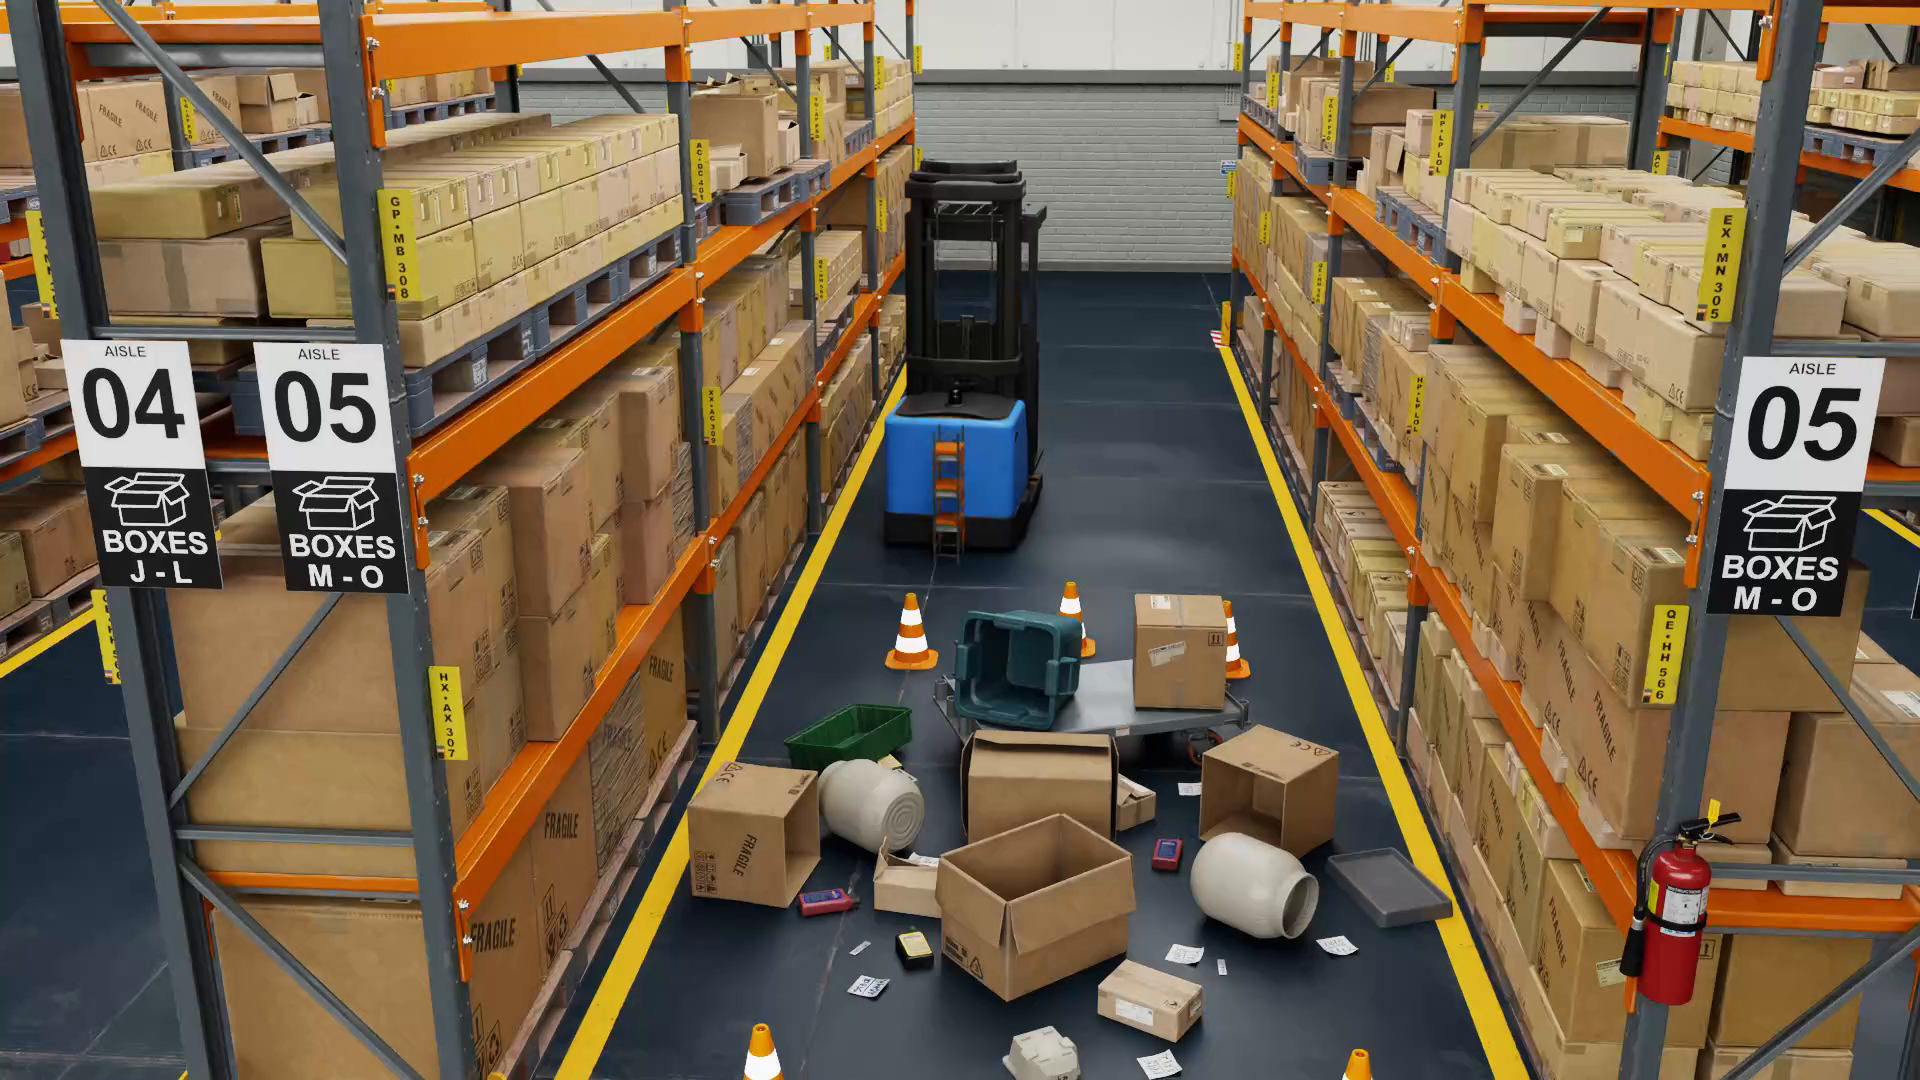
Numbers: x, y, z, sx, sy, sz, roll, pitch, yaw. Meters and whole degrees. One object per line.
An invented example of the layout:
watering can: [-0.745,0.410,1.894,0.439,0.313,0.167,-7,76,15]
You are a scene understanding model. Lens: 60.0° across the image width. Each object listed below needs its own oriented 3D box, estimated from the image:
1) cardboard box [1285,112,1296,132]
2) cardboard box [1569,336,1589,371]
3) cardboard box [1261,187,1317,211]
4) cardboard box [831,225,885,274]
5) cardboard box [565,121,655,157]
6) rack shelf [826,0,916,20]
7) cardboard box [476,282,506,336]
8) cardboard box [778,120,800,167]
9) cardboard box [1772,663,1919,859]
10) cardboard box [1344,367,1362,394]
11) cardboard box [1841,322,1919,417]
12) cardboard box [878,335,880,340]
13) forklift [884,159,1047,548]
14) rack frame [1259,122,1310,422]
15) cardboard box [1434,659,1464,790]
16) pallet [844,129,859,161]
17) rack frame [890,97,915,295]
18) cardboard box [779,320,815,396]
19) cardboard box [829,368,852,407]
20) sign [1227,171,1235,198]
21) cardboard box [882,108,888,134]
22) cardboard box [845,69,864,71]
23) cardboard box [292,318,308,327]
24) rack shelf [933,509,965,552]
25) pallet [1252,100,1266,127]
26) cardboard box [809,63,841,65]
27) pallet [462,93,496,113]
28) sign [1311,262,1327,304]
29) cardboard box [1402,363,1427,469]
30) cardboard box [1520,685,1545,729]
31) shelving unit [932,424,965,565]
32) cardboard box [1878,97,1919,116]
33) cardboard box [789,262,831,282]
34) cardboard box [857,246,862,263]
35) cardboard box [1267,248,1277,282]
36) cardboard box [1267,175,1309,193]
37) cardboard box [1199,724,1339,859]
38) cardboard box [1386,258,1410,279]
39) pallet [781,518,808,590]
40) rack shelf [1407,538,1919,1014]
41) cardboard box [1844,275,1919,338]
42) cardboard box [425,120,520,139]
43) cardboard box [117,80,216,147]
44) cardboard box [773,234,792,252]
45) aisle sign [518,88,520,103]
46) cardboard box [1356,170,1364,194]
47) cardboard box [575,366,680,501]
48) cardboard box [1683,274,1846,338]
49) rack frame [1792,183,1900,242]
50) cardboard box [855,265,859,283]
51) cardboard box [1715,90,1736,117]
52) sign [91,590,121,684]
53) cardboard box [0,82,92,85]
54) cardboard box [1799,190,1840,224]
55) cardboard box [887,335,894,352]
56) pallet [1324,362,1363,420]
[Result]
cardboard box: [3.158,-3.781,15.027,0.380,0.166,0.250,0,18,0]
cardboard box: [2.604,-0.745,6.466,0.380,0.149,0.250,1,18,2]
cardboard box: [3.357,-3.327,16.993,0.500,0.500,0.500,1,18,3]
cardboard box: [-1.060,-3.068,17.330,0.500,0.500,0.500,1,18,3]
cardboard box: [-1.665,-1.901,7.878,0.380,0.149,0.250,1,18,4]
rack shelf: [-1.203,-5.859,18.014,1.077,0.370,4.000,1,18,4]
cardboard box: [-1.826,-0.813,5.839,0.380,0.149,0.250,1,18,4]
cardboard box: [-1.409,-2.787,11.603,0.500,0.311,0.500,1,18,4]
cardboard box: [3.048,0.745,5.693,0.500,0.500,0.500,1,18,3]
cardboard box: [2.943,-1.137,11.804,0.380,0.149,0.250,1,18,4]
cardboard box: [3.040,-0.571,5.293,0.500,0.250,0.500,1,18,3]
cardboard box: [-1.067,-2.125,18.038,0.380,0.149,0.250,1,18,3]
forklift: [0.131,-1.750,14.058,1.130,2.935,3.031,3,18,8]
rack frame: [3.598,-2.652,16.699,1.000,3.000,0.127,1,18,4]
cardboard box: [2.686,0.927,8.313,0.500,0.500,0.500,2,18,6]
pallet: [-1.568,-3.556,14.941,1.213,0.211,1.003,1,18,4]
rack frame: [-1.060,-3.973,20.731,1.000,3.000,0.127,1,18,4]
cardboard box: [-1.398,-1.390,12.688,0.500,0.500,0.500,1,18,4]
cardboard box: [-1.258,-1.376,14.942,0.500,0.250,0.500,1,18,4]
sign: [3.332,-4.357,20.386,0.100,0.325,0.005,1,18,4]
cardboard box: [-1.023,-4.379,17.392,0.500,0.250,0.500,1,18,3]
cardboard box: [-1.070,-4.760,17.113,0.380,0.149,0.250,1,18,3]
cardboard box: [-2.484,-0.826,5.877,0.380,0.149,0.250,2,18,5]
rack shelf: [-0.086,-0.074,12.888,0.215,0.259,0.240,3,18,8]
pallet: [3.757,-4.667,18.173,1.003,0.211,1.213,1,18,4]
cardboard box: [-1.483,-5.260,18.638,0.380,0.149,0.250,2,18,6]
pallet: [-6.042,-5.268,20.008,1.003,0.211,1.213,1,18,4]
sign: [2.758,-1.971,12.762,0.100,0.325,0.005,1,18,4]
cardboard box: [2.829,-0.704,9.442,0.500,0.500,0.500,1,18,3]
cardboard box: [2.573,0.675,6.950,0.380,0.149,0.250,1,18,3]
shelving unit: [-0.086,-0.348,12.799,0.215,1.050,0.252,3,18,8]
cardboard box: [8.039,-3.674,14.092,0.380,0.149,0.250,1,18,4]
cardboard box: [-1.331,-2.317,14.449,0.380,0.149,0.250,2,18,6]
cardboard box: [-1.178,-2.824,16.477,0.380,0.149,0.250,2,18,6]
cardboard box: [3.285,-2.688,16.246,0.500,0.250,0.500,1,18,2]
cardboard box: [3.303,-3.585,16.740,0.380,0.149,0.250,1,18,3]
cardboard box: [1.591,1.322,8.582,0.500,0.500,0.500,17,25,41]
cardboard box: [3.591,-2.080,13.187,0.500,0.500,0.500,1,18,2]
pallet: [-1.765,0.080,12.841,1.003,0.211,1.213,1,18,4]
rack shelf: [2.881,0.796,7.332,1.077,0.370,4.000,1,18,4]
cardboard box: [2.967,-0.716,5.095,0.380,0.149,0.250,1,18,4]
cardboard box: [-2.321,-1.915,7.920,0.380,0.149,0.250,1,18,3]
cardboard box: [-6.601,-3.496,13.617,0.797,0.503,0.637,2,18,7]
cardboard box: [-1.847,-2.895,16.214,0.380,0.149,0.250,2,18,5]
aisle sign: [-5.695,-5.366,20.808,0.394,0.787,0.004,1,18,4]
cardboard box: [3.119,-2.621,12.192,0.380,0.149,0.250,1,18,4]
cardboard box: [-1.904,-0.543,8.289,0.875,0.550,0.550,1,18,4]
cardboard box: [2.468,-0.721,5.113,0.380,0.149,0.250,1,18,4]
rack frame: [8.549,-2.542,16.364,1.000,3.000,0.127,1,18,4]
cardboard box: [-1.195,-2.603,16.277,0.380,0.149,0.250,1,18,4]
cardboard box: [8.453,-4.670,17.804,0.500,0.250,0.500,1,18,3]
sign: [-2.747,0.317,5.399,0.100,0.325,0.005,1,18,4]
cardboard box: [-6.863,-3.201,12.594,0.500,0.500,0.500,1,18,4]
cardboard box: [8.921,-3.425,17.618,0.500,0.500,0.500,1,18,2]
cardboard box: [-0.944,-2.225,18.823,0.380,0.149,0.250,1,18,3]
pallet: [3.367,-1.095,12.254,1.213,0.211,1.003,1,18,4]
